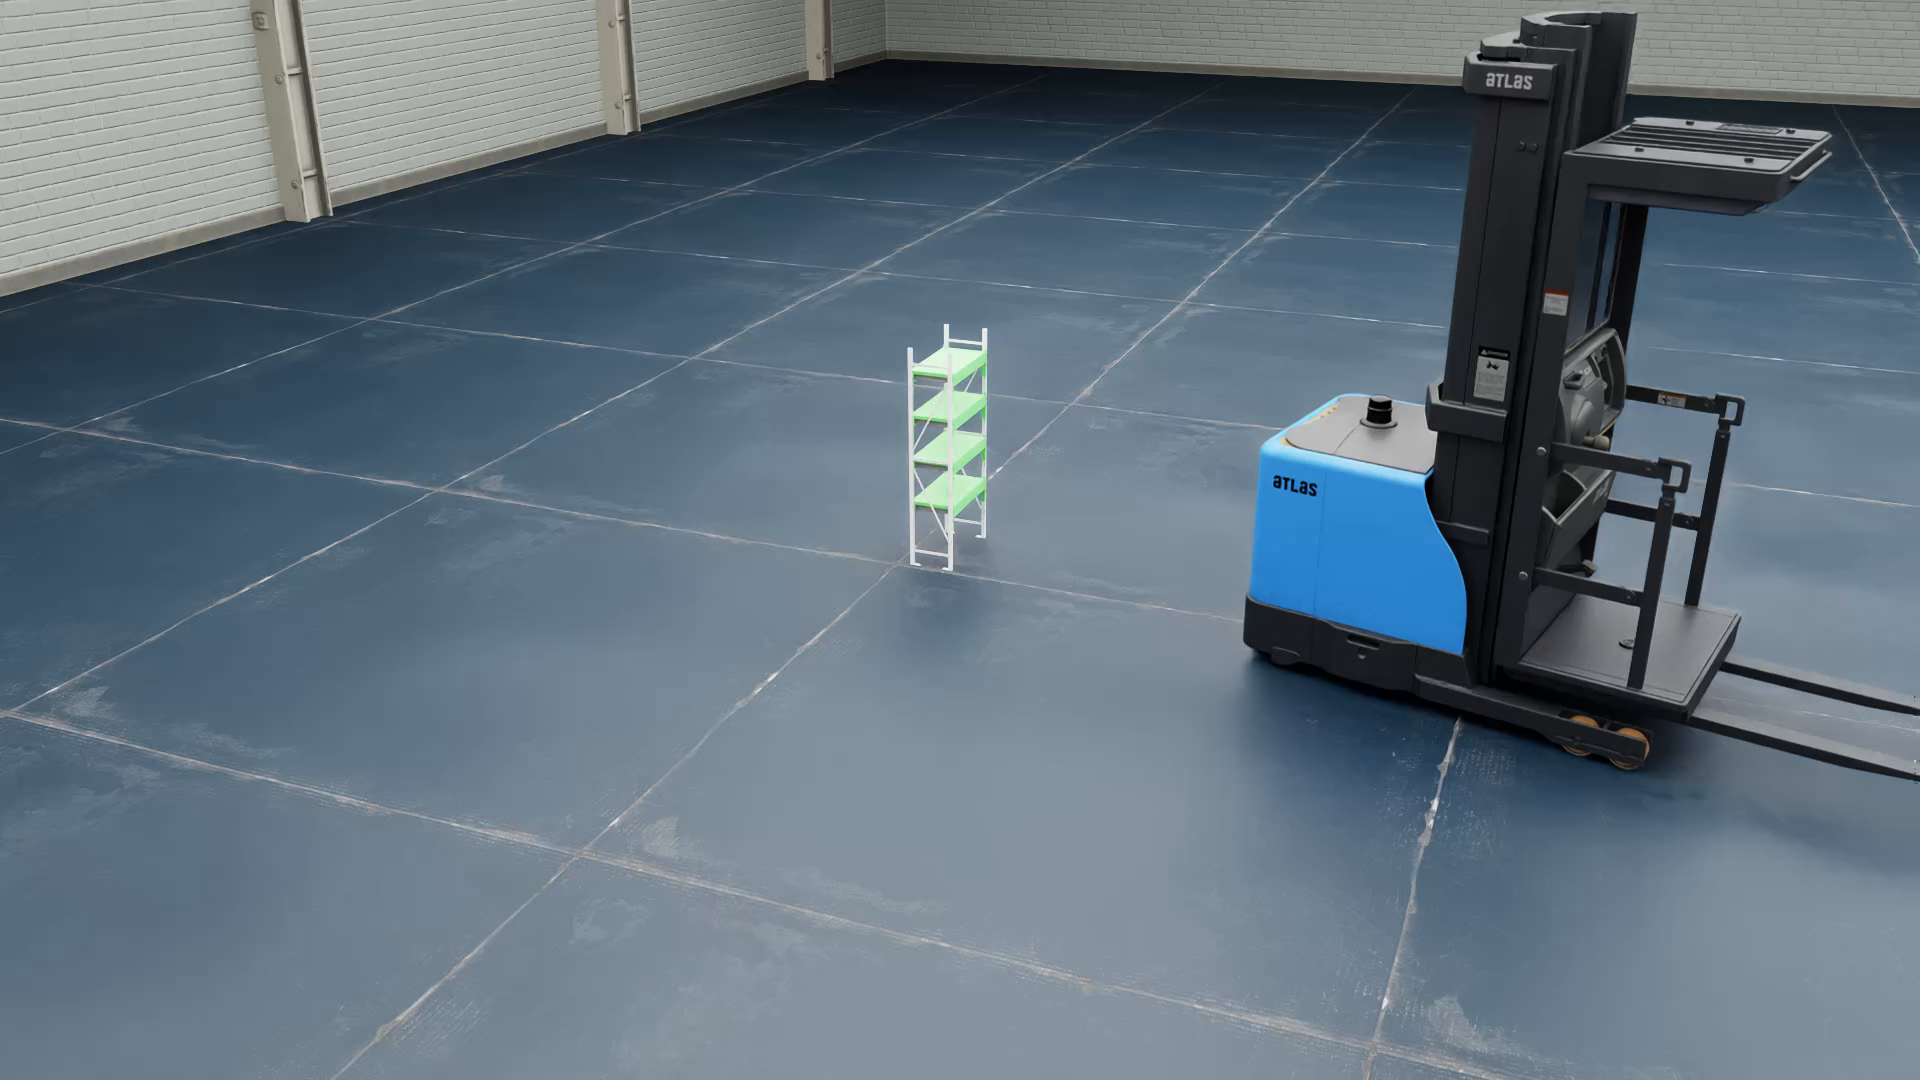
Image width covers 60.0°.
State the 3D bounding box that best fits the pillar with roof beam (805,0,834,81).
[{"bbox_3d":[1.689,-11.179,24.337,9.100,9.000,0.400,9,24,20],"label":"pillar with roof beam"}]

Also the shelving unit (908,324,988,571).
[{"bbox_3d":[-0.061,-0.494,8.877,0.258,1.200,0.503,9,24,20],"label":"shelving unit"}]

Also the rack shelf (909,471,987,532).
[{"bbox_3d":[-0.061,-0.214,8.994,0.258,0.148,0.480,9,24,20],"label":"rack shelf"}]

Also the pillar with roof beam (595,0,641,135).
[{"bbox_3d":[-0.539,-9.032,19.197,9.100,9.000,0.400,9,24,20],"label":"pillar with roof beam"}]

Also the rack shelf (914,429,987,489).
[{"bbox_3d":[-0.061,-0.435,8.902,0.258,0.148,0.480,9,24,20],"label":"rack shelf"}]

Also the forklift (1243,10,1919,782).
[{"bbox_3d":[2.848,-0.627,6.949,3.031,2.935,1.130,15,27,32],"label":"forklift"}]

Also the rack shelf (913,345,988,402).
[{"bbox_3d":[-0.062,-0.878,8.717,0.258,0.148,0.480,9,24,20],"label":"rack shelf"}]

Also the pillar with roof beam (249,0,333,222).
[{"bbox_3d":[-2.768,-6.884,14.056,9.100,9.000,0.400,9,24,20],"label":"pillar with roof beam"}]

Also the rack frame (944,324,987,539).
[{"bbox_3d":[0.029,-0.582,9.086,0.240,1.200,0.015,9,24,20],"label":"rack frame"}]

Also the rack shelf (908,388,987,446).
[{"bbox_3d":[-0.061,-0.657,8.809,0.258,0.148,0.480,9,24,20],"label":"rack shelf"}]

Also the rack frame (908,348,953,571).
[{"bbox_3d":[-0.152,-0.407,8.668,0.240,1.200,0.015,9,24,20],"label":"rack frame"}]
